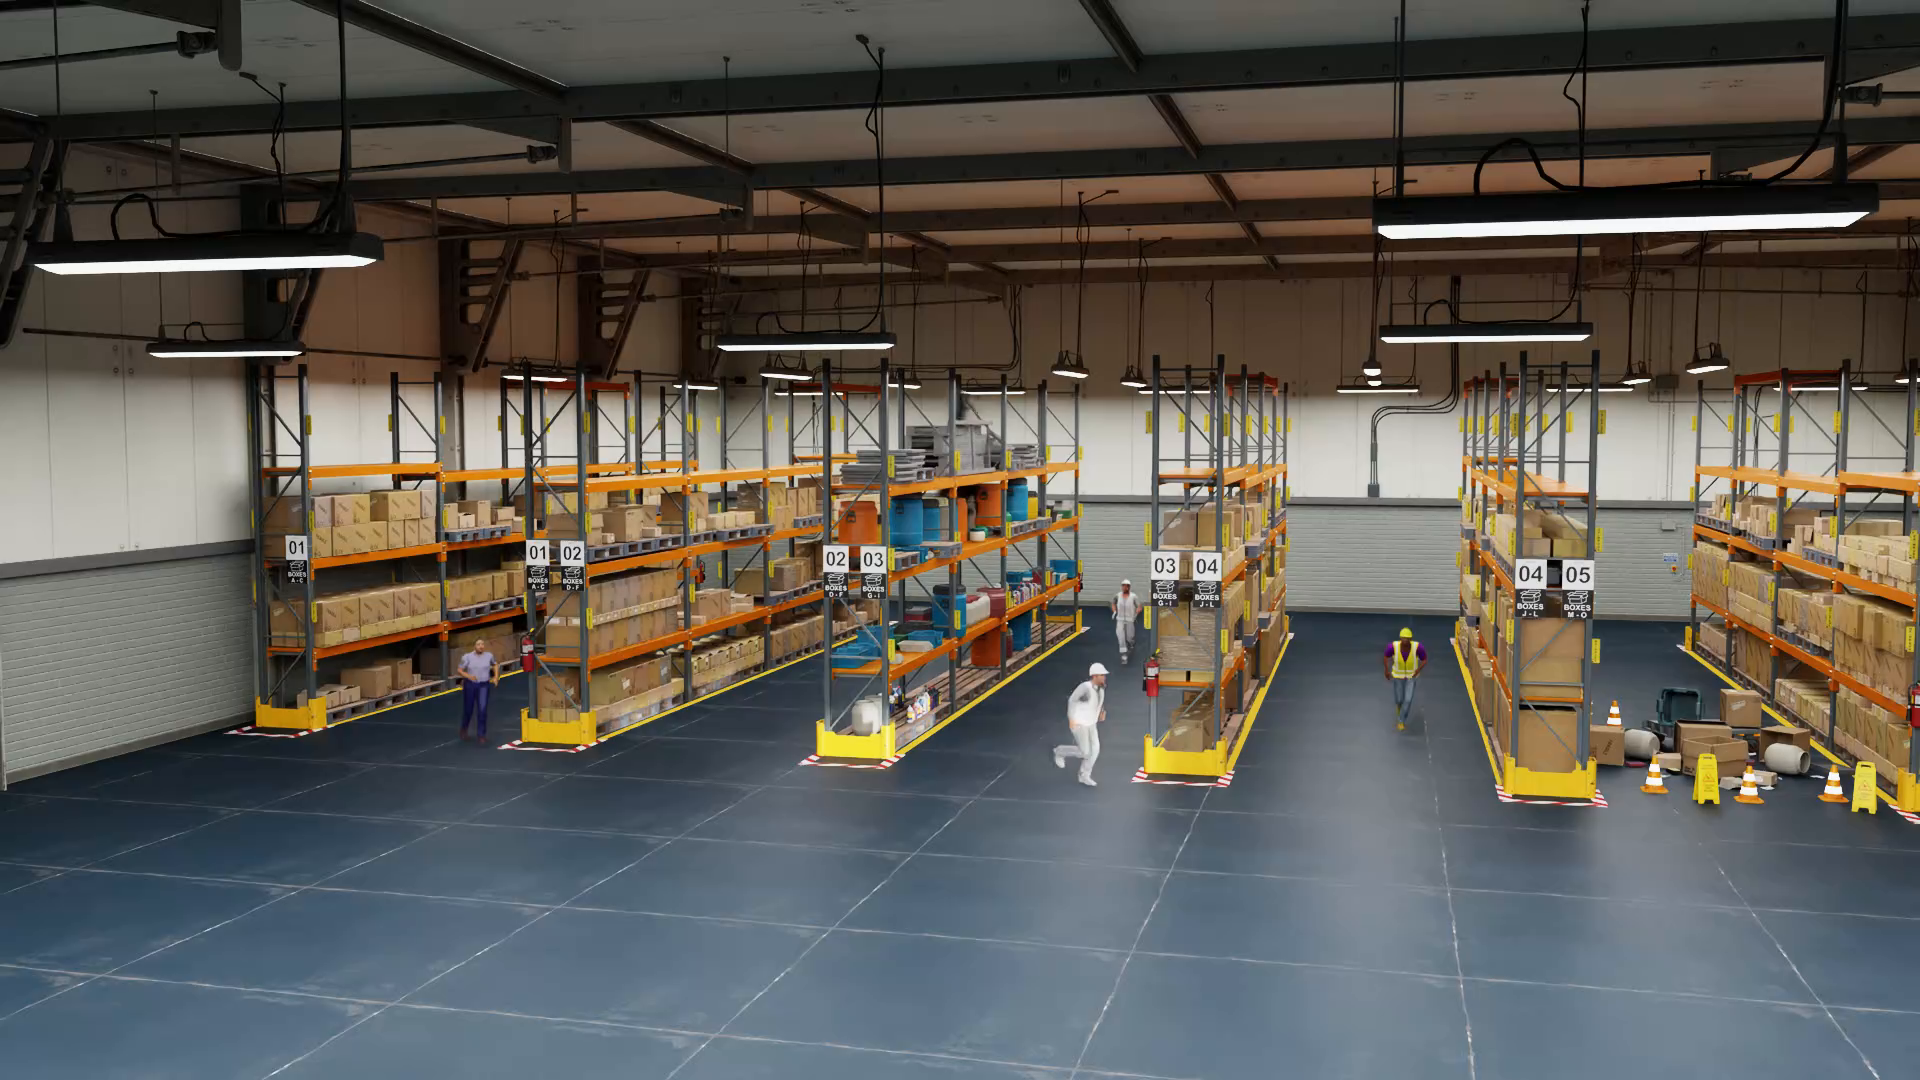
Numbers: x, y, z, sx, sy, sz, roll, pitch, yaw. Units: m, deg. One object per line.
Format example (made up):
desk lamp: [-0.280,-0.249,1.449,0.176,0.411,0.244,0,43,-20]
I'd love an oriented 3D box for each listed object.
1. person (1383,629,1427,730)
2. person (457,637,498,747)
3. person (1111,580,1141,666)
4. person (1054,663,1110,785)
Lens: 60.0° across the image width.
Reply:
person: [7.366,2.282,27.524,0.698,1.695,0.852,1,4,11]
person: [-7.616,2.374,26.288,0.637,1.659,0.848,-2,4,-22]
person: [3.481,1.720,34.977,0.655,1.774,0.803,1,4,13]
person: [1.711,2.565,23.330,0.853,1.720,0.656,2,5,32]
